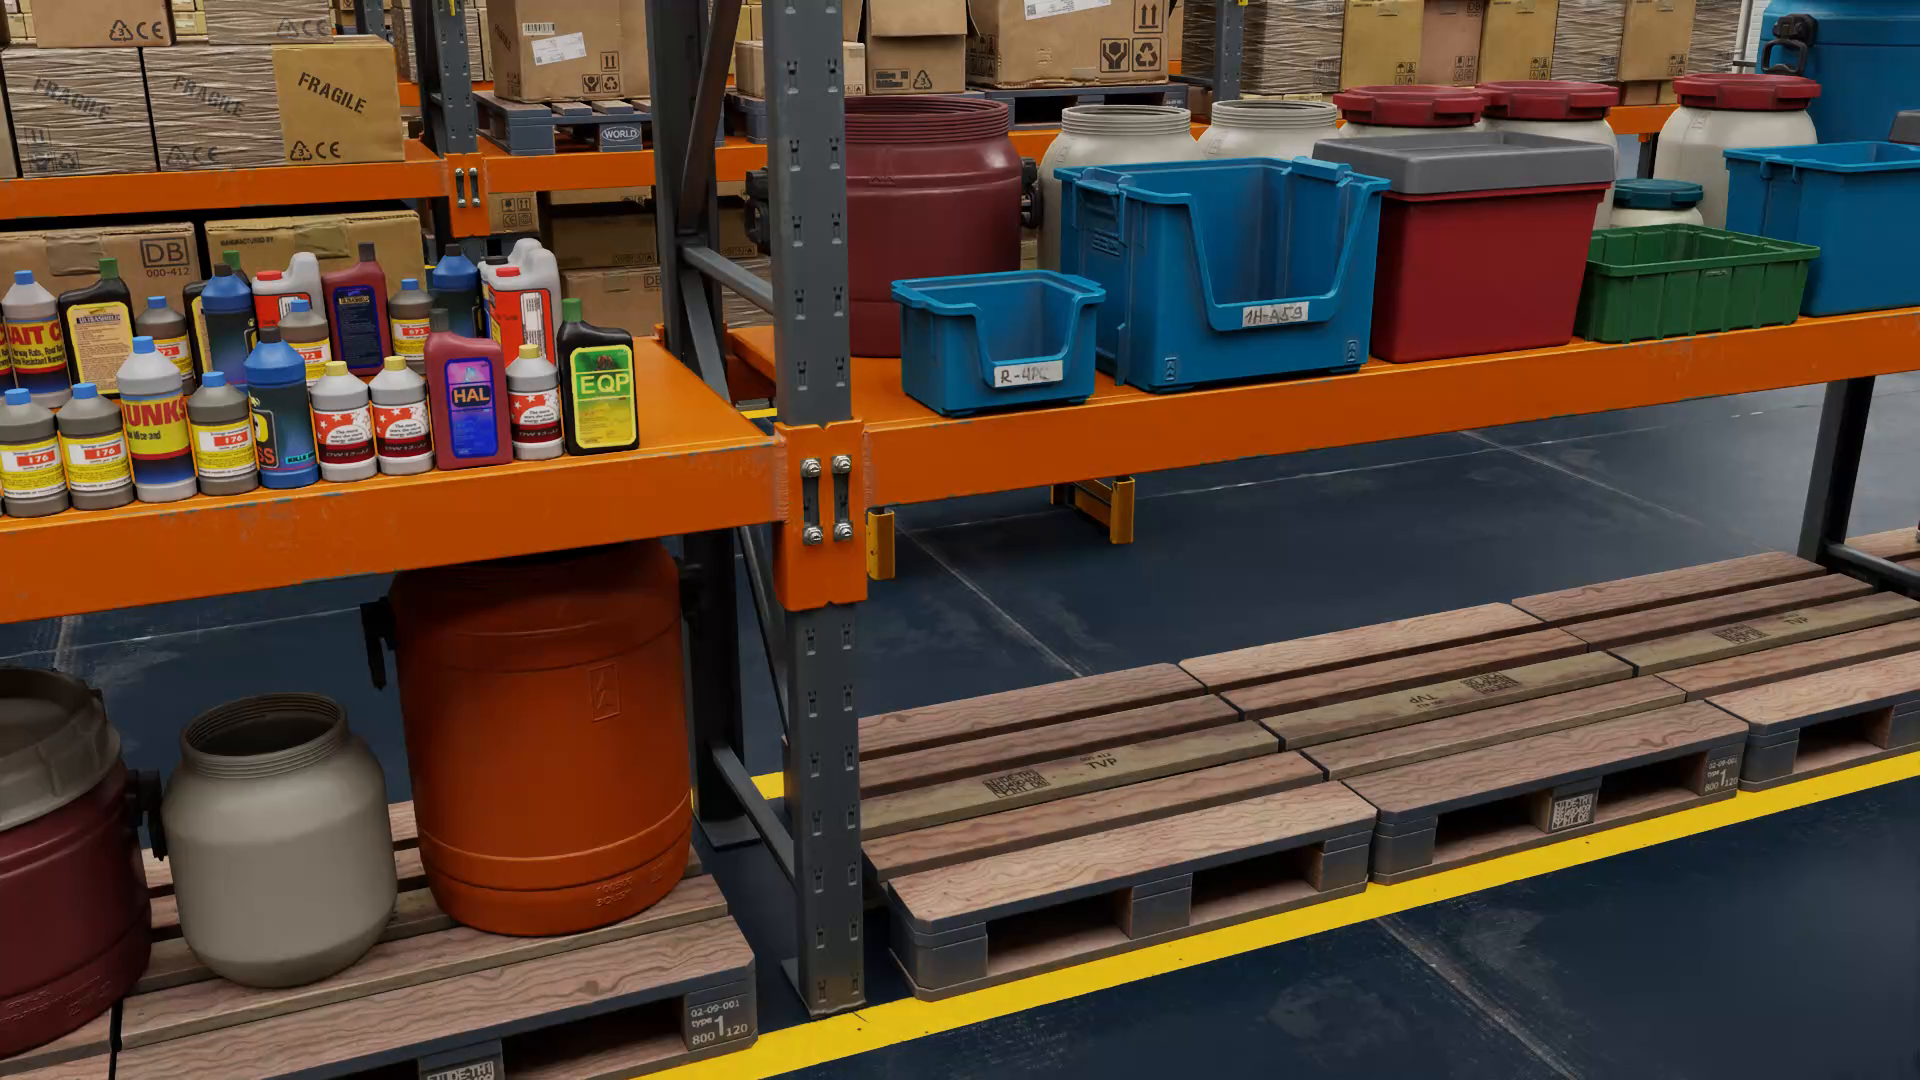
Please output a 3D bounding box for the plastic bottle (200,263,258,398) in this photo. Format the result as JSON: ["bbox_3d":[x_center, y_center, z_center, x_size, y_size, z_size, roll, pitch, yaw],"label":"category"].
[{"bbox_3d":[-1.503,-0.434,3.432,0.097,0.271,0.097,0,19,0],"label":"plastic bottle"}]

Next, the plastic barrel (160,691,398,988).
[{"bbox_3d":[-1.385,0.607,3.395,0.421,0.512,0.421,0,19,0],"label":"plastic barrel"}]

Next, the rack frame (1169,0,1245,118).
[{"bbox_3d":[1.251,-2.576,9.322,0.127,3.000,1.000,-8,21,-22],"label":"rack frame"}]

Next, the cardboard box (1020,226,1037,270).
[{"bbox_3d":[0.233,-1.473,9.292,0.500,0.500,0.700,-8,21,-22],"label":"cardboard box"}]

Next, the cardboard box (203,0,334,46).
[{"bbox_3d":[-3.099,-2.479,7.385,0.637,0.503,0.797,-7,21,-20],"label":"cardboard box"}]

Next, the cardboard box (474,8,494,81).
[{"bbox_3d":[-3.309,-3.667,12.271,0.500,0.500,0.500,-8,21,-22],"label":"cardboard box"}]

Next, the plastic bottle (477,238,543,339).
[{"bbox_3d":[-0.985,-0.523,3.677,0.135,0.276,0.152,-8,21,-22],"label":"plastic bottle"}]

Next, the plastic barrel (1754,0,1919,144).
[{"bbox_3d":[2.738,-1.344,5.067,0.708,0.901,0.600,-8,21,-22],"label":"plastic barrel"}]

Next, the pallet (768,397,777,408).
[{"bbox_3d":[-0.585,-0.996,9.034,1.213,0.211,1.003,-8,21,-22],"label":"pallet"}]

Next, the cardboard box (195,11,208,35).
[{"bbox_3d":[-5.052,-3.521,11.303,0.250,0.149,0.380,-8,21,-21],"label":"cardboard box"}]

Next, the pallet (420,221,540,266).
[{"bbox_3d":[-3.540,-2.341,12.854,1.213,0.211,1.003,-8,21,-22],"label":"pallet"}]

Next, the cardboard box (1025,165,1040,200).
[{"bbox_3d":[0.811,-3.479,14.453,0.875,0.875,0.875,-8,21,-22],"label":"cardboard box"}]

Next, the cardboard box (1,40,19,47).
[{"bbox_3d":[-4.377,-1.914,7.291,0.500,0.500,0.500,-8,21,-22],"label":"cardboard box"}]

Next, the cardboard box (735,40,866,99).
[{"bbox_3d":[-0.792,-2.328,8.210,0.500,0.250,0.500,-9,21,-23],"label":"cardboard box"}]

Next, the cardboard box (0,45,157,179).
[{"bbox_3d":[-3.712,-1.824,7.034,0.500,0.500,0.500,-9,21,-24],"label":"cardboard box"}]

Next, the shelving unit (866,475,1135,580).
[{"bbox_3d":[0.070,-0.717,6.301,1.083,1.500,0.587,-8,21,-22],"label":"shelving unit"}]

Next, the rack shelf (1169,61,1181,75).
[{"bbox_3d":[1.216,-4.026,14.522,4.000,0.370,1.077,-8,21,-22],"label":"rack shelf"}]

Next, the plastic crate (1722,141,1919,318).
[{"bbox_3d":[2.323,-0.818,4.353,0.575,0.384,0.392,-8,21,-22],"label":"plastic crate"}]

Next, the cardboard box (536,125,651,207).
[{"bbox_3d":[-2.897,-2.881,12.944,0.750,0.750,1.050,-8,21,-21],"label":"cardboard box"}]

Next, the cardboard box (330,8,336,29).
[{"bbox_3d":[-7.812,-6.498,20.687,0.500,0.250,0.500,-8,21,-22],"label":"cardboard box"}]

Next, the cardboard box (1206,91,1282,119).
[{"bbox_3d":[1.568,-2.394,9.184,0.250,0.149,0.380,-8,21,-22],"label":"cardboard box"}]

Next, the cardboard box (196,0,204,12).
[{"bbox_3d":[-5.034,-3.665,11.264,0.250,0.149,0.380,-7,21,-20],"label":"cardboard box"}]

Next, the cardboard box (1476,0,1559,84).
[{"bbox_3d":[3.057,-3.009,9.952,0.500,0.500,0.875,-8,21,-22],"label":"cardboard box"}]

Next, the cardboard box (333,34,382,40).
[{"bbox_3d":[-2.976,-2.116,7.865,0.500,0.500,0.500,-7,21,-20],"label":"cardboard box"}]

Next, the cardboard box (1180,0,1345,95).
[{"bbox_3d":[1.689,-2.804,9.371,0.500,0.500,0.875,-8,21,-22],"label":"cardboard box"}]

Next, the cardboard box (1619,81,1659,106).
[{"bbox_3d":[4.069,-2.774,10.262,0.250,0.149,0.380,-8,21,-22],"label":"cardboard box"}]

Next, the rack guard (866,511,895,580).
[{"bbox_3d":[-0.387,-0.062,6.323,0.087,0.250,0.587,-8,21,-22],"label":"rack guard"}]

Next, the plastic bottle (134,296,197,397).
[{"bbox_3d":[-1.650,-0.402,3.447,0.097,0.201,0.097,0,19,0],"label":"plastic bottle"}]

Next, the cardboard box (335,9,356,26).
[{"bbox_3d":[-5.975,-5.138,16.343,0.250,0.149,0.380,-9,22,-25],"label":"cardboard box"}]

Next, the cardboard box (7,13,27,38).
[{"bbox_3d":[-6.220,-3.355,10.833,0.250,0.149,0.380,-9,21,-23],"label":"cardboard box"}]

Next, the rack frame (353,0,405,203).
[{"bbox_3d":[-4.293,-3.576,12.161,0.127,3.000,1.000,-8,21,-22],"label":"rack frame"}]

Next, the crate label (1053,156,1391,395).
[{"bbox_3d":[0.560,-0.604,3.669,0.616,0.435,0.502,-8,21,-22],"label":"crate label"}]

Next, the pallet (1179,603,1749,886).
[{"bbox_3d":[1.385,0.526,4.709,1.213,0.211,1.003,-8,21,-22],"label":"pallet"}]

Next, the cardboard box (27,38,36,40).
[{"bbox_3d":[-5.993,-3.246,10.971,0.250,0.149,0.380,-9,21,-24],"label":"cardboard box"}]

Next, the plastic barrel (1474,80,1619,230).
[{"bbox_3d":[1.574,-0.974,4.568,0.433,0.535,0.433,0,19,0],"label":"plastic barrel"}]

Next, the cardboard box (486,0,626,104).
[{"bbox_3d":[-1.942,-2.378,7.978,0.500,0.500,0.500,-11,22,-29],"label":"cardboard box"}]

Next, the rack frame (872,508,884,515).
[{"bbox_3d":[-0.388,-0.652,6.115,0.032,1.500,0.500,-8,21,-22],"label":"rack frame"}]

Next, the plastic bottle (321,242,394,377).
[{"bbox_3d":[-1.305,-0.497,3.592,0.133,0.283,0.061,-8,21,-22],"label":"plastic bottle"}]

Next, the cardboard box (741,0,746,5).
[{"bbox_3d":[-2.010,-4.419,12.900,0.500,0.500,0.700,-8,21,-21],"label":"cardboard box"}]

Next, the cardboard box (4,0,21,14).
[{"bbox_3d":[-6.236,-3.492,10.773,0.250,0.149,0.380,-7,21,-20],"label":"cardboard box"}]

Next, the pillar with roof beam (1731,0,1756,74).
[{"bbox_3d":[16.266,-11.706,26.218,0.400,9.000,9.100,-8,21,-22],"label":"pillar with roof beam"}]

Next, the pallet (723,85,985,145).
[{"bbox_3d":[-0.620,-2.232,8.635,1.213,0.211,1.003,-8,21,-22],"label":"pallet"}]

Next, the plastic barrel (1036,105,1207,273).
[{"bbox_3d":[0.400,-0.793,4.089,0.421,0.512,0.421,0,19,0],"label":"plastic barrel"}]

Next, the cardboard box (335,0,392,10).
[{"bbox_3d":[-5.842,-5.446,16.242,0.500,0.500,0.500,-9,21,-23],"label":"cardboard box"}]

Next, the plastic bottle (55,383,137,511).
[{"bbox_3d":[-1.434,-0.159,2.755,0.097,0.201,0.097,0,19,0],"label":"plastic bottle"}]

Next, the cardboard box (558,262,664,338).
[{"bbox_3d":[-1.814,-1.173,8.437,0.500,0.500,0.700,-9,21,-25],"label":"cardboard box"}]

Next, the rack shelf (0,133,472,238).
[{"bbox_3d":[-4.258,-1.448,7.200,4.000,0.370,1.077,-8,21,-22],"label":"rack shelf"}]

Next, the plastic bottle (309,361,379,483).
[{"bbox_3d":[-1.077,-0.210,2.900,0.097,0.201,0.097,0,19,0],"label":"plastic bottle"}]

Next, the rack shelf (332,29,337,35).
[{"bbox_3d":[-6.480,-6.509,21.575,4.000,0.370,1.077,-8,21,-22],"label":"rack shelf"}]

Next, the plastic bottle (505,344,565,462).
[{"bbox_3d":[-0.775,-0.253,3.023,0.097,0.201,0.097,0,19,0],"label":"plastic bottle"}]

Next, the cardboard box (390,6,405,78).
[{"bbox_3d":[-3.986,-3.764,12.545,0.500,0.500,0.500,-8,21,-22],"label":"cardboard box"}]

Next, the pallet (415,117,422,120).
[{"bbox_3d":[-7.545,-5.366,21.445,1.213,0.211,1.003,-8,21,-22],"label":"pallet"}]

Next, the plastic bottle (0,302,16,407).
[{"bbox_3d":[-1.951,-0.392,3.313,0.097,0.271,0.097,0,19,0],"label":"plastic bottle"}]

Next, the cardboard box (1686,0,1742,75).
[{"bbox_3d":[4.408,-3.226,10.569,0.500,0.500,0.875,-8,21,-22],"label":"cardboard box"}]
